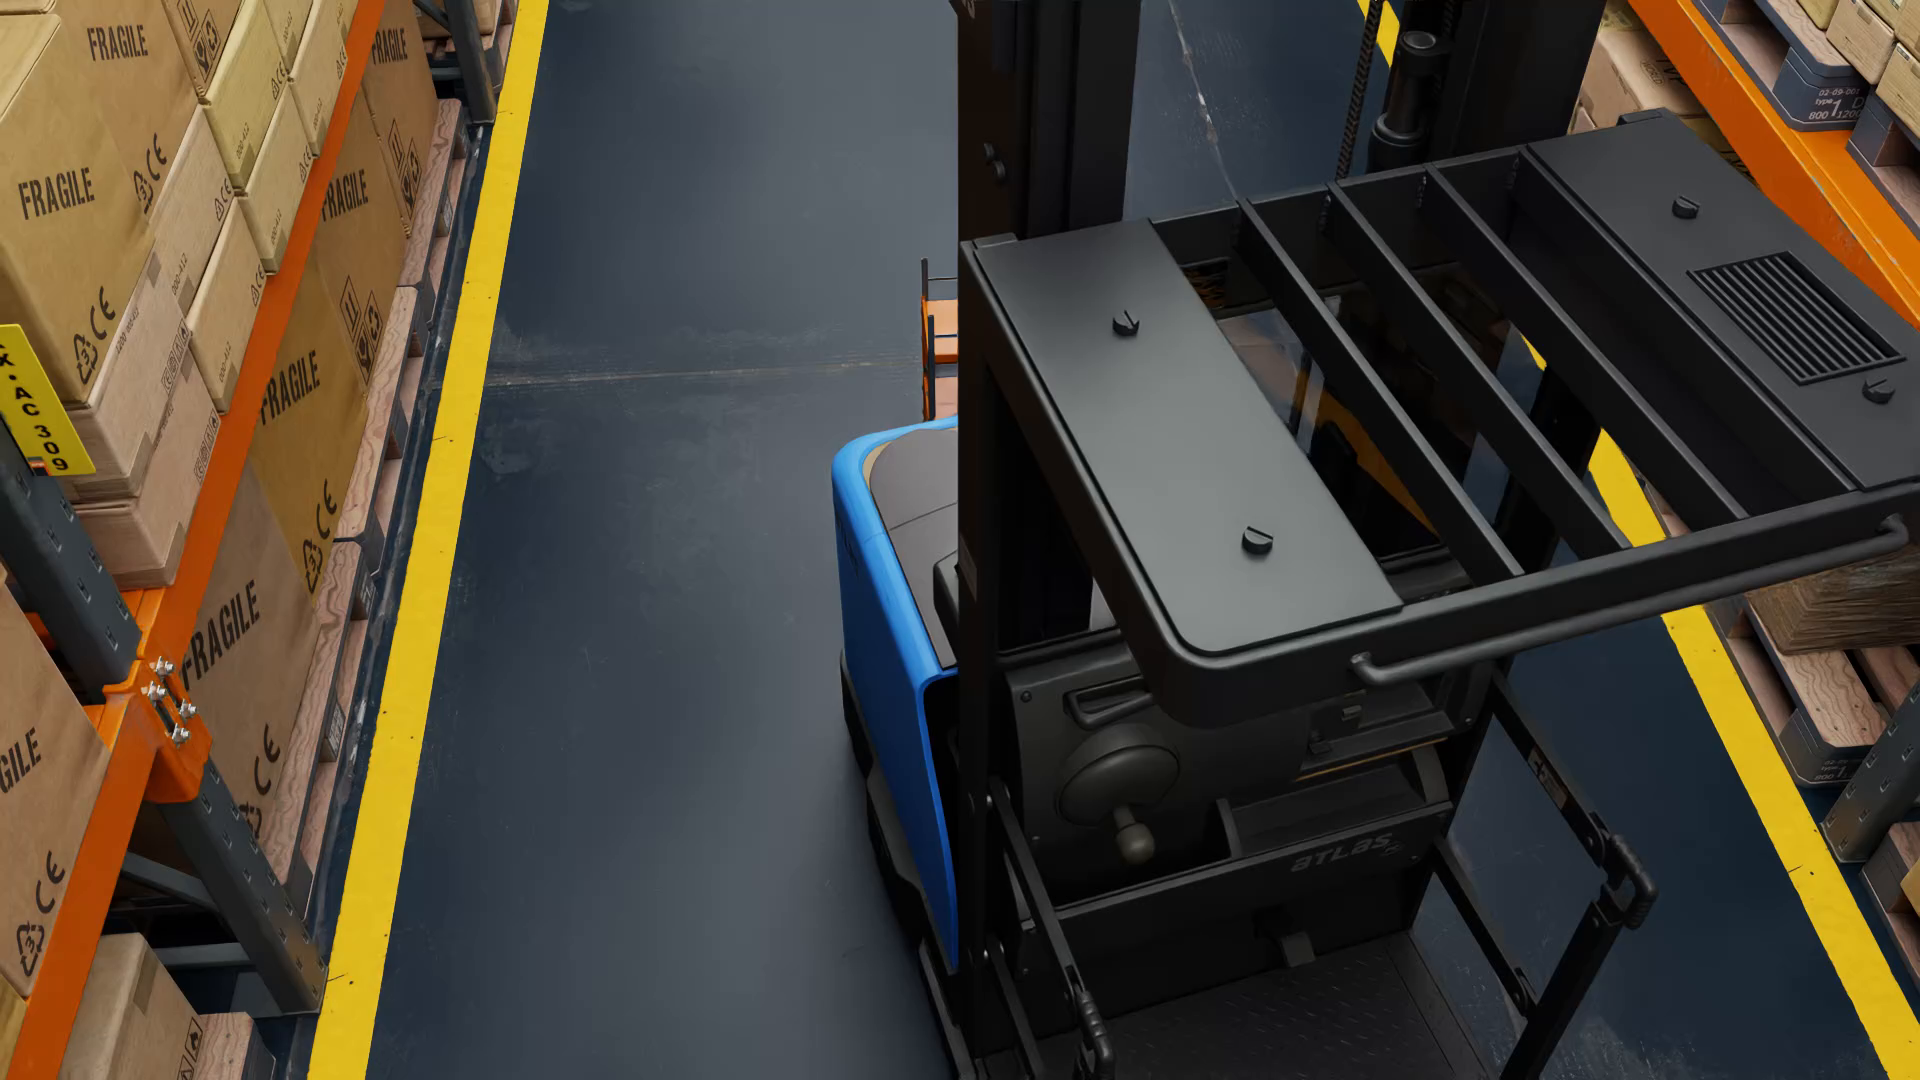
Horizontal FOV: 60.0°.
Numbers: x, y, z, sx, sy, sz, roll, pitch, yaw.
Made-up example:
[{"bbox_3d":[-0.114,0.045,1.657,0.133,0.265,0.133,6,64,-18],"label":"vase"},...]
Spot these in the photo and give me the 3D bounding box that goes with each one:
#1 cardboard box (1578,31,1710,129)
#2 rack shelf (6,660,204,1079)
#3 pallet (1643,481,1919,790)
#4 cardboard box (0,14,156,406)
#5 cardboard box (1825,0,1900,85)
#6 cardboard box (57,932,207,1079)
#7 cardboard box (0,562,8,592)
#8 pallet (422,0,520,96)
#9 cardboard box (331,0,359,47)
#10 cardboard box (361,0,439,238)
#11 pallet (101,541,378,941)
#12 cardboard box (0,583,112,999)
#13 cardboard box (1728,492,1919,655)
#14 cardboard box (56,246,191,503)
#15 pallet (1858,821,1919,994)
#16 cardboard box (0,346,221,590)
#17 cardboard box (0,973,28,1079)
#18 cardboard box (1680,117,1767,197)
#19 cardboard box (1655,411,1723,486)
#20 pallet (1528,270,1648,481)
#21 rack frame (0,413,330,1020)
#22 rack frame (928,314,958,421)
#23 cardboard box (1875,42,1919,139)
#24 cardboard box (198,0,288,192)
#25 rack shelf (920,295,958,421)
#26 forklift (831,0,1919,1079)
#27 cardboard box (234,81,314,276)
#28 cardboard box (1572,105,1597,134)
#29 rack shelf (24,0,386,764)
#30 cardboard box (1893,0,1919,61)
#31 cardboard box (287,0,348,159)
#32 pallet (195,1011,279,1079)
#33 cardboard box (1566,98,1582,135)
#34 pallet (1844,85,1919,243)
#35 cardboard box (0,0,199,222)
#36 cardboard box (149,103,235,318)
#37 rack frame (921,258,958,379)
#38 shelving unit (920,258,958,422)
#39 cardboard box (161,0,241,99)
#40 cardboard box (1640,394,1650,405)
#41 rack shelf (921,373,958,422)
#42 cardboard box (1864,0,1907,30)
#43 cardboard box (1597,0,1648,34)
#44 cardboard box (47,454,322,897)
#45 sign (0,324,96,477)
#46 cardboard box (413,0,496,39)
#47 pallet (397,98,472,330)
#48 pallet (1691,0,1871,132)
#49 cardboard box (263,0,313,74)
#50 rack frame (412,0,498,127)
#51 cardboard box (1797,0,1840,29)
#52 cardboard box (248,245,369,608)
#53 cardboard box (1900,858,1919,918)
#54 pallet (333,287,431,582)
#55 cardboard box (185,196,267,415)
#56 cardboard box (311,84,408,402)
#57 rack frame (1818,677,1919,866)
[{"bbox_3d":[2.385,-1.437,5.461,0.500,0.250,0.500,-3,47,-3],"label":"cardboard box"},{"bbox_3d":[-1.925,1.829,1.948,1.077,0.370,4.000,-3,47,-3],"label":"rack shelf"},{"bbox_3d":[2.765,0.156,4.957,1.003,0.211,1.213,-3,47,-3],"label":"pallet"},{"bbox_3d":[-1.842,-0.580,2.976,0.500,0.500,0.500,-3,47,-3],"label":"cardboard box"},{"bbox_3d":[2.511,-1.324,4.322,0.380,0.149,0.250,-5,47,-5],"label":"cardboard box"},{"bbox_3d":[-2.146,1.332,3.398,0.875,0.438,0.875,-4,47,-4],"label":"cardboard box"},{"bbox_3d":[-1.777,0.081,2.350,0.500,0.500,0.500,-4,47,-4],"label":"cardboard box"},{"bbox_3d":[-2.491,-2.366,7.346,1.003,0.211,1.213,-3,47,-3],"label":"pallet"},{"bbox_3d":[-2.041,-1.624,4.826,0.500,0.250,0.500,-4,47,-4],"label":"cardboard box"},{"bbox_3d":[-2.452,-1.669,5.939,0.875,0.875,0.875,-4,47,-4],"label":"cardboard box"},{"bbox_3d":[-2.232,0.539,4.594,1.003,0.211,1.213,-3,47,-3],"label":"pallet"},{"bbox_3d":[-1.799,0.420,2.718,0.500,0.500,0.500,-3,47,-3],"label":"cardboard box"},{"bbox_3d":[2.519,-0.045,4.659,0.500,0.500,0.500,-4,47,-4],"label":"cardboard box"},{"bbox_3d":[-1.848,-0.322,3.248,0.500,0.250,0.500,-5,47,-4],"label":"cardboard box"},{"bbox_3d":[2.924,1.203,3.965,1.003,0.211,1.213,-3,47,-3],"label":"pallet"},{"bbox_3d":[-1.866,-0.149,3.428,0.500,0.250,0.500,-4,47,-4],"label":"cardboard box"},{"bbox_3d":[-1.750,0.792,2.365,0.500,0.500,0.500,-5,47,-4],"label":"cardboard box"},{"bbox_3d":[2.430,-1.060,5.104,0.500,0.250,0.500,-5,47,-5],"label":"cardboard box"},{"bbox_3d":[2.477,-0.416,5.010,0.500,0.500,0.500,-4,47,-4],"label":"cardboard box"},{"bbox_3d":[2.660,-0.729,5.795,1.003,0.211,1.213,-3,47,-3],"label":"pallet"},{"bbox_3d":[-2.092,0.134,3.057,1.000,3.000,0.127,-3,47,-3],"label":"rack frame"},{"bbox_3d":[0.015,-0.234,4.749,0.200,1.050,0.008,-3,47,-3],"label":"rack frame"},{"bbox_3d":[2.540,-1.123,4.131,0.380,0.149,0.250,-6,47,-5],"label":"cardboard box"},{"bbox_3d":[-1.935,-1.064,3.951,0.500,0.250,0.500,-3,47,-3],"label":"cardboard box"},{"bbox_3d":[0.004,-0.510,4.634,0.215,0.259,0.240,-3,47,-3],"label":"rack shelf"},{"bbox_3d":[0.606,0.406,2.847,1.130,2.935,3.031,-13,48,-12],"label":"forklift"},{"bbox_3d":[-1.938,-0.895,4.135,0.500,0.250,0.500,-4,47,-4],"label":"cardboard box"},{"bbox_3d":[2.395,-1.157,5.712,0.500,0.500,0.500,-5,47,-4],"label":"cardboard box"},{"bbox_3d":[-2.260,-1.065,4.689,1.077,0.370,4.000,-3,47,-3],"label":"rack shelf"},{"bbox_3d":[2.534,-1.244,4.041,0.380,0.149,0.250,-5,47,-5],"label":"cardboard box"},{"bbox_3d":[-1.970,-1.257,4.478,0.500,0.250,0.500,-4,47,-4],"label":"cardboard box"},{"bbox_3d":[-2.106,1.648,3.544,1.003,0.211,1.213,-3,47,-3],"label":"pallet"},{"bbox_3d":[2.348,-1.528,6.063,0.500,0.500,0.500,-3,47,-3],"label":"cardboard box"},{"bbox_3d":[2.913,-0.736,4.013,1.003,0.211,1.213,-3,47,-3],"label":"pallet"},{"bbox_3d":[-1.913,-0.946,3.323,0.500,0.500,0.500,-4,47,-4],"label":"cardboard box"},{"bbox_3d":[-1.920,-0.697,3.603,0.500,0.250,0.500,-3,47,-3],"label":"cardboard box"},{"bbox_3d":[-0.006,-0.411,4.916,0.200,1.050,0.008,-3,47,-3],"label":"rack frame"},{"bbox_3d":[0.004,-0.322,4.832,0.215,1.050,0.252,-3,47,-3],"label":"shelving unit"},{"bbox_3d":[-1.952,-1.309,3.667,0.500,0.500,0.500,-5,47,-4],"label":"cardboard box"},{"bbox_3d":[2.438,-0.787,5.362,0.500,0.500,0.500,-4,47,-4],"label":"cardboard box"},{"bbox_3d":[0.004,-0.315,4.840,0.215,0.259,0.240,-3,47,-3],"label":"rack shelf"},{"bbox_3d":[2.513,-1.432,4.219,0.380,0.149,0.250,-6,47,-5],"label":"cardboard box"},{"bbox_3d":[2.356,-1.796,5.801,0.500,0.250,0.500,-4,47,-4],"label":"cardboard box"},{"bbox_3d":[-2.224,0.277,4.096,0.875,0.875,0.875,-2,47,-2],"label":"cardboard box"},{"bbox_3d":[-1.539,-0.226,2.747,0.100,0.325,0.005,-3,47,-3],"label":"sign"},{"bbox_3d":[-2.464,-2.410,6.987,0.950,0.372,0.625,-6,47,-6],"label":"cardboard box"},{"bbox_3d":[-2.436,-1.226,6.266,1.003,0.211,1.213,-3,47,-3],"label":"pallet"},{"bbox_3d":[2.704,-1.638,4.868,1.003,0.211,1.213,-3,47,-3],"label":"pallet"},{"bbox_3d":[-1.980,-1.430,4.297,0.500,0.250,0.500,-5,47,-4],"label":"cardboard box"},{"bbox_3d":[-2.427,-2.760,5.798,1.000,3.000,0.127,-3,47,-3],"label":"rack frame"},{"bbox_3d":[2.489,-1.515,4.503,0.380,0.149,0.250,-2,47,-2],"label":"cardboard box"},{"bbox_3d":[-2.307,-0.376,4.715,0.875,0.875,0.875,-2,47,-2],"label":"cardboard box"},{"bbox_3d":[2.542,0.879,4.026,0.380,0.149,0.250,-5,47,-5],"label":"cardboard box"},{"bbox_3d":[-2.337,-0.345,5.432,1.003,0.211,1.213,-3,47,-3],"label":"pallet"},{"bbox_3d":[-1.911,-0.523,3.783,0.500,0.250,0.500,-5,47,-4],"label":"cardboard box"},{"bbox_3d":[-2.381,-1.023,5.327,0.875,0.875,0.875,-3,47,-3],"label":"cardboard box"},{"bbox_3d":[2.832,-0.240,3.411,1.000,3.000,0.127,-3,47,-3],"label":"rack frame"}]
